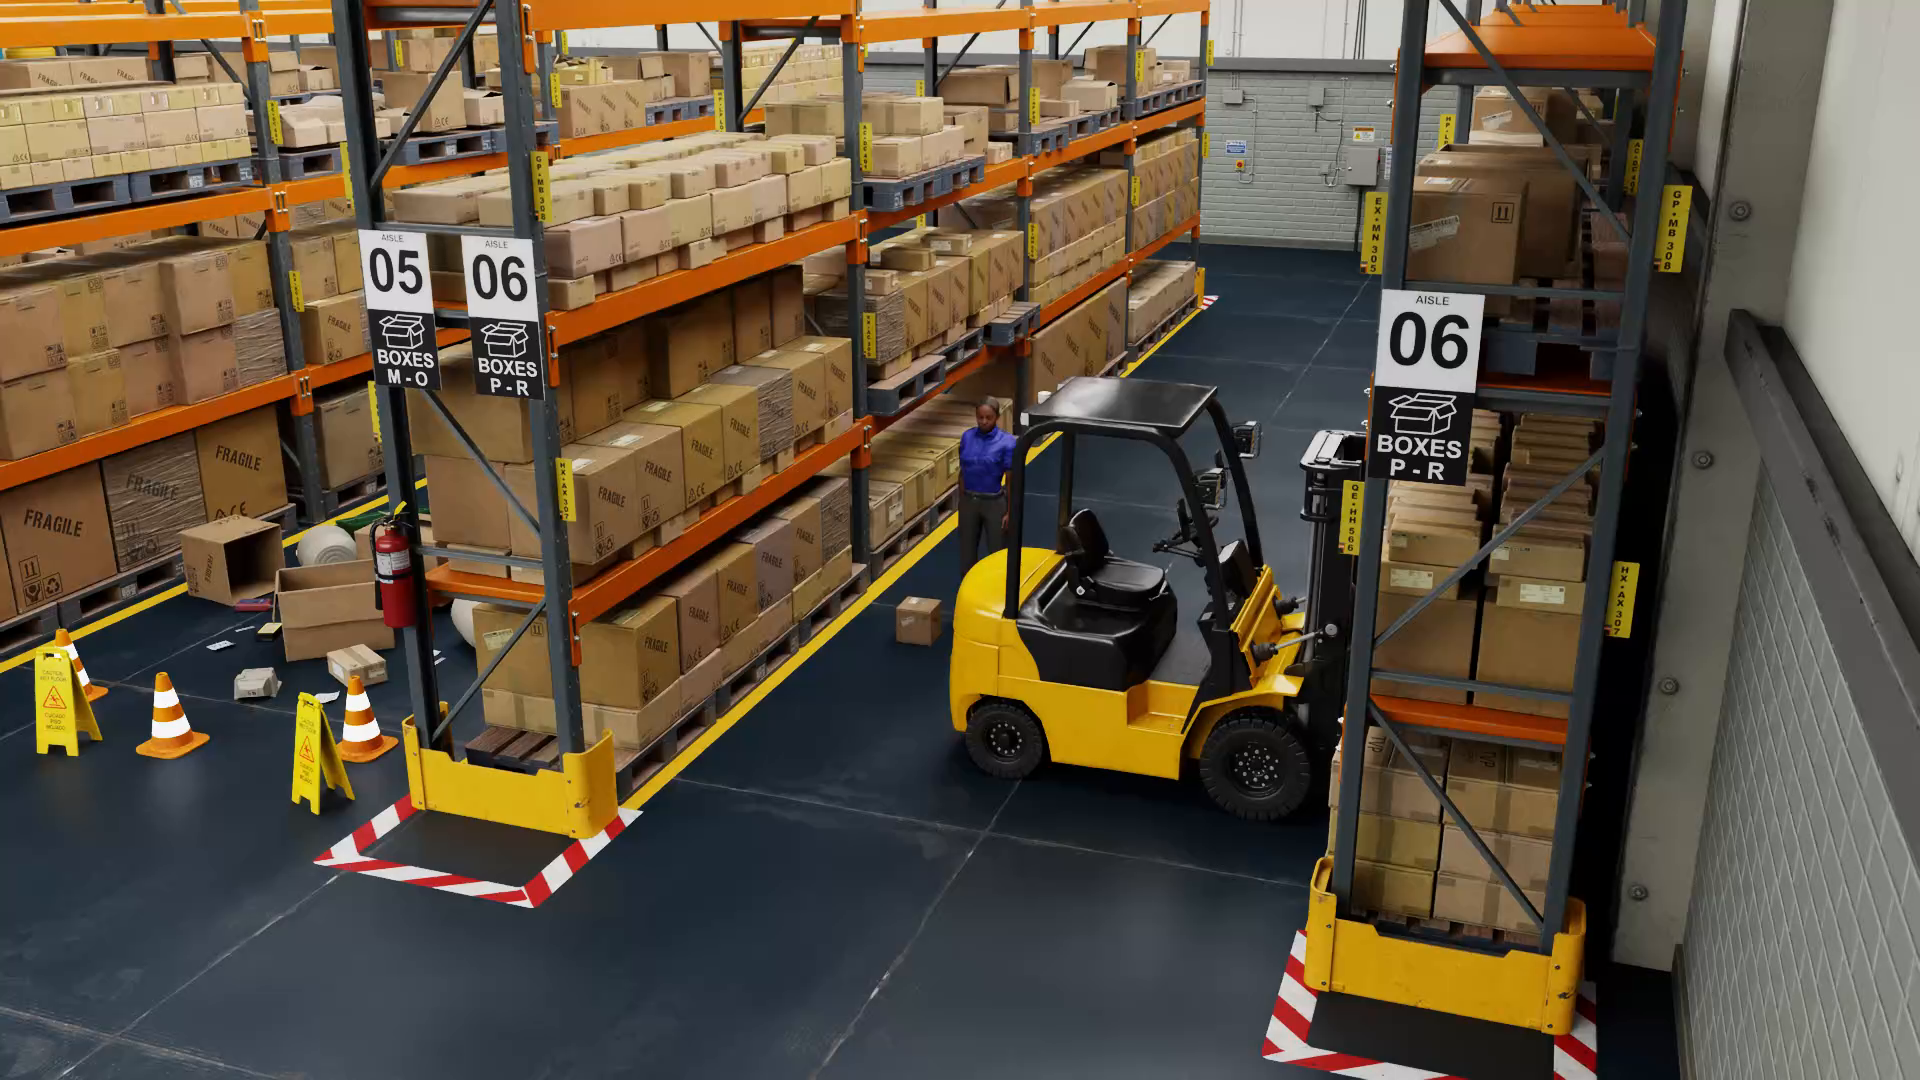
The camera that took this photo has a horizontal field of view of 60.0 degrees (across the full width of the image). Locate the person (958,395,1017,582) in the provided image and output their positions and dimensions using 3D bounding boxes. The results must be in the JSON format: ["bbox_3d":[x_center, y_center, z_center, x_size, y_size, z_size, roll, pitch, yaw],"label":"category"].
[{"bbox_3d":[0.185,-0.212,11.701,0.437,1.657,0.300,7,20,19],"label":"person"}]
